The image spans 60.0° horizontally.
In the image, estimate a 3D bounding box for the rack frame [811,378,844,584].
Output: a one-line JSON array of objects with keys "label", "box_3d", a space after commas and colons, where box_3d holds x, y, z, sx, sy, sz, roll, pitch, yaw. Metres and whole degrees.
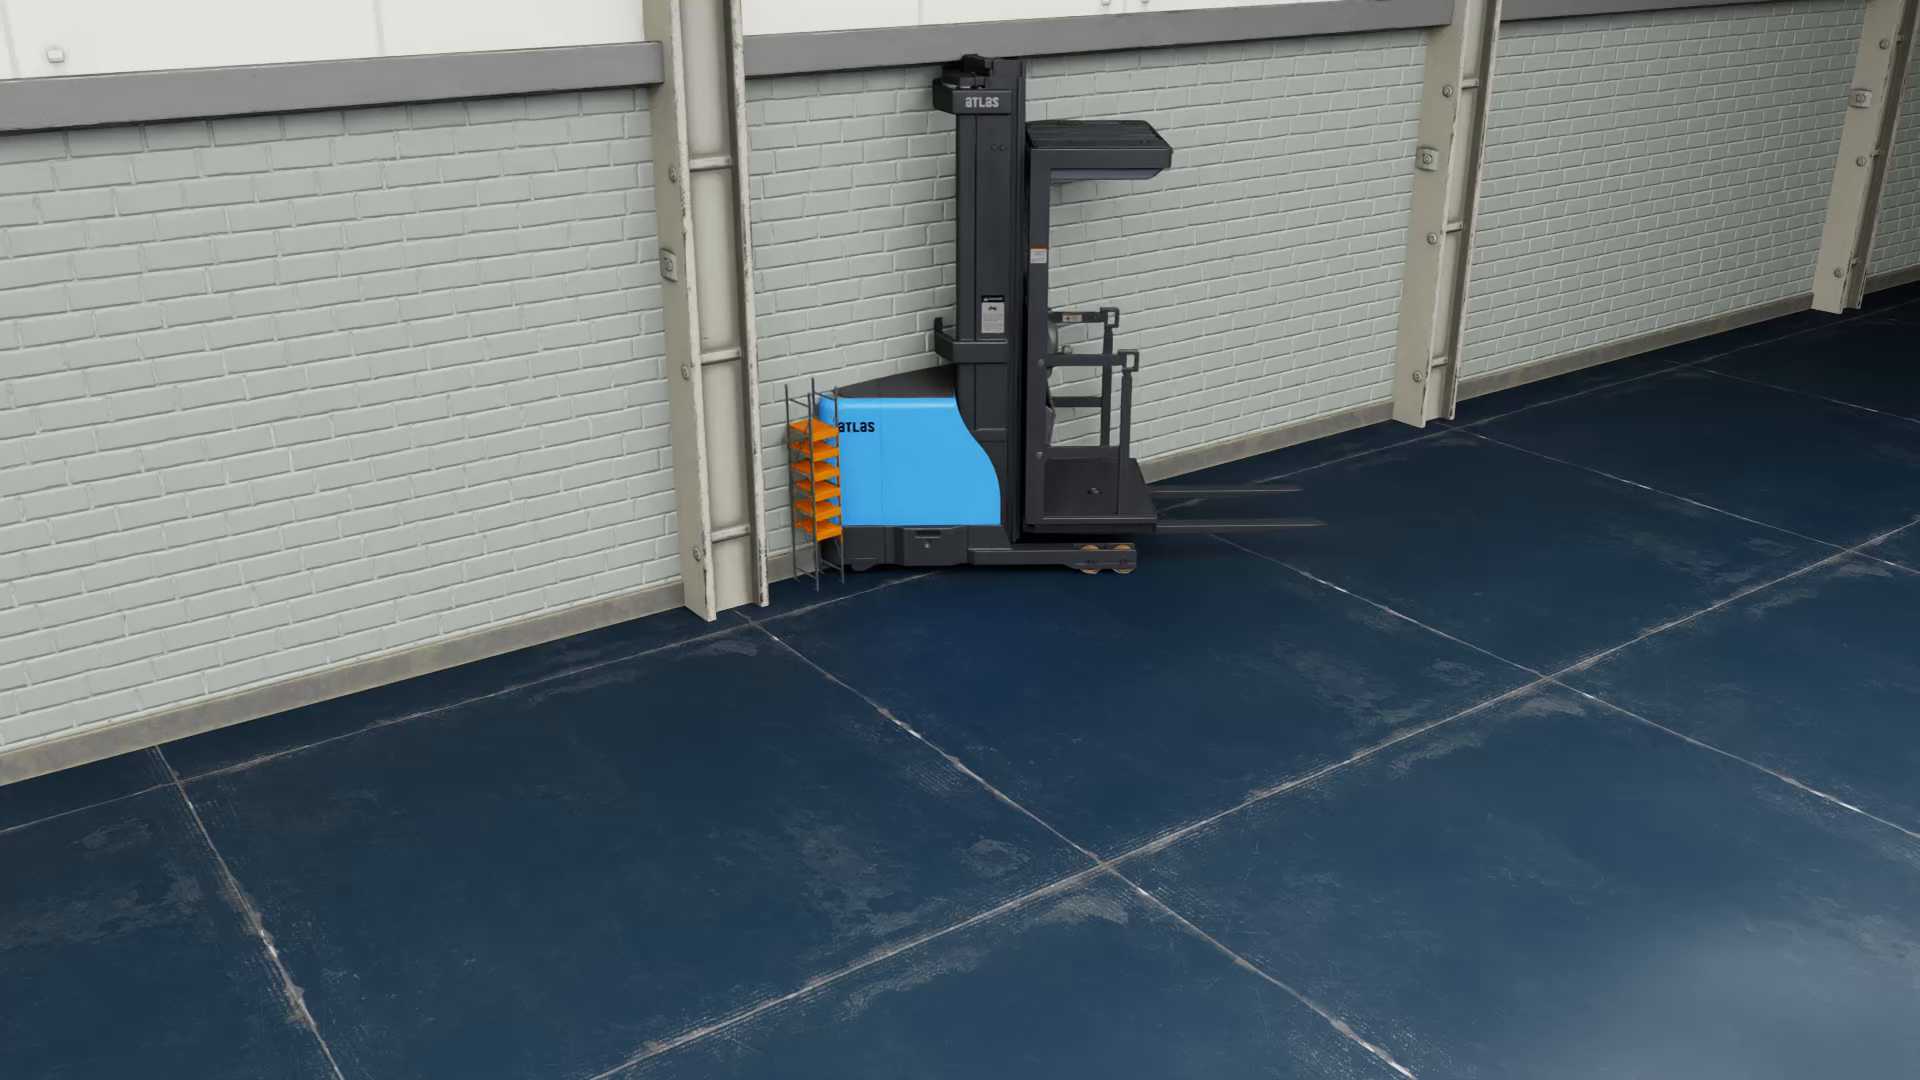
[{"label": "rack frame", "box_3d": [-0.763, -0.334, 9.611, 0.006, 1.200, 0.240, -18, 28, -37]}]

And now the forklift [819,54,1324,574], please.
[{"label": "forklift", "box_3d": [0.677, -1.357, 9.841, 3.031, 2.935, 1.130, -1, 22, -1]}]

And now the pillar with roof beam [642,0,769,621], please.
[{"label": "pillar with roof beam", "box_3d": [1.180, -2.519, 4.567, 0.400, 9.000, 9.100, -15, 26, -33]}]

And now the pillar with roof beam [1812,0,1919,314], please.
[{"label": "pillar with roof beam", "box_3d": [10.921, -5.116, 11.077, 0.400, 9.000, 9.100, -15, 26, -33]}]

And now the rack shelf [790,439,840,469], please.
[{"label": "rack shelf", "box_3d": [-0.834, -0.493, 9.482, 0.180, 0.103, 0.258, -18, 28, -37]}]

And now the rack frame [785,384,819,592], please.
[{"label": "rack frame", "box_3d": [-0.903, -0.289, 9.501, 0.006, 1.200, 0.240, -18, 28, -37]}]

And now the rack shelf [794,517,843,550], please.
[{"label": "rack shelf", "box_3d": [-0.831, -0.048, 9.662, 0.180, 0.103, 0.258, -18, 28, -37]}]

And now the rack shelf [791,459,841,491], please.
[{"label": "rack shelf", "box_3d": [-0.833, -0.381, 9.527, 0.180, 0.103, 0.258, -18, 28, -37]}]

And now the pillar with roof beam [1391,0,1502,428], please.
[{"label": "pillar with roof beam", "box_3d": [6.051, -3.818, 7.822, 0.400, 9.000, 9.100, -15, 26, -33]}]

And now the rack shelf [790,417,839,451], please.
[{"label": "rack shelf", "box_3d": [-0.835, -0.604, 9.437, 0.180, 0.103, 0.258, -18, 28, -37]}]

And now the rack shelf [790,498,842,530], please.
[{"label": "rack shelf", "box_3d": [-0.832, -0.159, 9.617, 0.180, 0.103, 0.258, -18, 28, -37]}]

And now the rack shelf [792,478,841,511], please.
[{"label": "rack shelf", "box_3d": [-0.833, -0.270, 9.572, 0.180, 0.103, 0.258, -18, 28, -37]}]

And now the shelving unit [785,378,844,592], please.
[{"label": "shelving unit", "box_3d": [-0.833, -0.311, 9.556, 0.189, 1.200, 0.258, -18, 28, -37]}]
